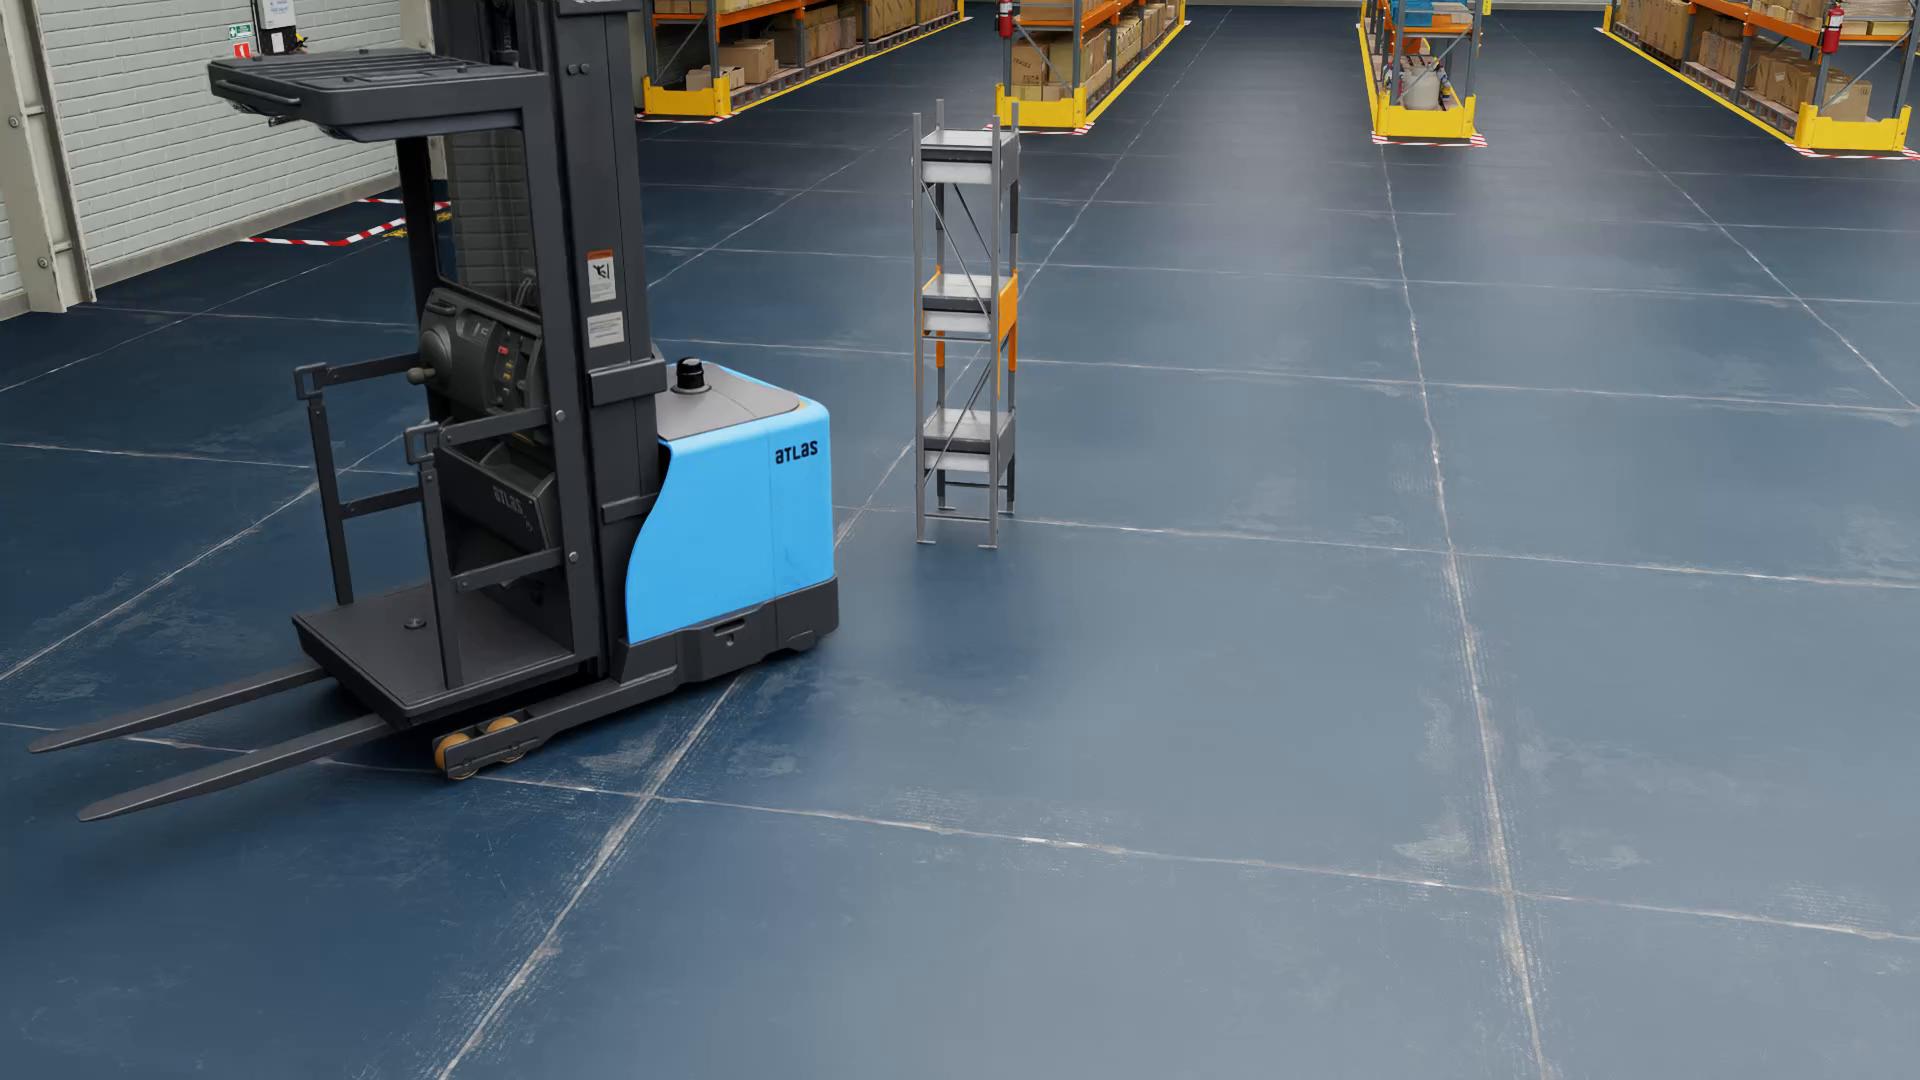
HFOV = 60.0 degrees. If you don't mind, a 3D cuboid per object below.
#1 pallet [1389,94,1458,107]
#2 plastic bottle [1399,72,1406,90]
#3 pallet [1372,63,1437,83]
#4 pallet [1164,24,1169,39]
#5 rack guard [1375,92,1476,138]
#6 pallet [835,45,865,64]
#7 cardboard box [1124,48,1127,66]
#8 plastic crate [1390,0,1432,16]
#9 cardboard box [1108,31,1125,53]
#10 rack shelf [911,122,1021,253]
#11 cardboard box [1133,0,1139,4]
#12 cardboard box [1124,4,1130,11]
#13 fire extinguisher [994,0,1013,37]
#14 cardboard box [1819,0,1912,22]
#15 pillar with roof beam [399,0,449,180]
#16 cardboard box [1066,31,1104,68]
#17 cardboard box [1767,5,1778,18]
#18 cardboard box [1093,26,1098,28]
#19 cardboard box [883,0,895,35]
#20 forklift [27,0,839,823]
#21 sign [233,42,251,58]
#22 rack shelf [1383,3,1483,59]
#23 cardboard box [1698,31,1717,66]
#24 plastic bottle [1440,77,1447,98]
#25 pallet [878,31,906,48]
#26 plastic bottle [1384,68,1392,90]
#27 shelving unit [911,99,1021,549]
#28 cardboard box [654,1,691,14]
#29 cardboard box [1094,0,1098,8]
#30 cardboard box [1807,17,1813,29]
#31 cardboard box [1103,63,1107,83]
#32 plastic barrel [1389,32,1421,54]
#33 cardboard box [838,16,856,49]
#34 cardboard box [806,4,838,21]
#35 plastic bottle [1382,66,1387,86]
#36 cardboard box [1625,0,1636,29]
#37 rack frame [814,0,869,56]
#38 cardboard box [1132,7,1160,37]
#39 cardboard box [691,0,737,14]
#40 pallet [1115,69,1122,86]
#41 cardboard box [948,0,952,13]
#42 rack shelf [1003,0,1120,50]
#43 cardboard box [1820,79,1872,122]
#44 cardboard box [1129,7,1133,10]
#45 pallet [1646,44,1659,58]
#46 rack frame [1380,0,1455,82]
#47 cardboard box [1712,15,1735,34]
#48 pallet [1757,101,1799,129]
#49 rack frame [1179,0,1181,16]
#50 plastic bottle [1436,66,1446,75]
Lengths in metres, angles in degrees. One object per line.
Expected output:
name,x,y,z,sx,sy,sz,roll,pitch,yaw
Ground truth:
pallet,6.309,-5.992,22.950,1.003,0.211,1.213,4,22,11
plastic bottle,6.188,-6.426,23.352,0.152,0.276,0.135,4,22,11
pallet,7.103,-7.420,26.495,1.003,0.211,1.213,4,22,11
pallet,3.659,-10.238,33.492,1.003,0.211,1.213,4,22,11
rack guard,5.887,-5.385,21.055,1.175,0.500,0.348,4,22,11
pallet,-2.310,-8.615,29.462,1.003,0.211,1.213,4,22,11
cardboard box,2.419,-7.779,26.773,0.500,0.250,0.500,4,22,9
plastic crate,5.865,-6.887,21.638,0.499,0.251,0.408,4,22,11
cardboard box,2.321,-7.849,26.196,0.500,0.311,0.500,4,22,10
rack shelf,0.034,-1.671,7.855,0.431,0.518,0.480,4,22,11
cardboard box,3.356,-10.555,33.304,0.500,0.500,0.500,4,22,11
cardboard box,2.874,-9.965,30.836,0.500,0.250,0.500,4,22,10
fire extinguisher,0.590,-6.848,21.446,0.296,0.674,0.183,4,22,11
cardboard box,10.905,-6.519,19.993,0.875,0.500,0.500,4,22,11
pillar with roof beam,-1.495,-7.850,15.801,9.100,9.000,0.400,4,22,11
cardboard box,1.793,-7.071,24.009,0.500,0.500,0.500,4,22,11
cardboard box,11.023,-7.062,22.209,0.380,0.149,0.250,4,22,11
cardboard box,1.997,-8.261,27.218,0.500,0.311,0.500,4,22,10
cardboard box,-1.685,-9.970,31.410,0.750,0.750,0.750,4,22,11
forklift,-1.969,-0.694,6.153,3.031,2.935,1.130,-18,28,-38
sign,-6.465,-4.317,15.010,0.001,0.329,0.234,4,22,11
rack shelf,6.325,-6.911,22.461,1.077,0.370,4.000,4,22,11
cardboard box,12.281,-7.859,26.610,0.700,0.500,0.500,3,22,8
plastic bottle,6.662,-6.216,22.836,0.097,0.271,0.097,0,22,0
pallet,-1.663,-9.628,31.977,1.003,0.211,1.213,4,22,11
plastic bottle,5.999,-6.395,23.174,0.144,0.351,0.185,5,23,13
shelving unit,0.034,-1.035,8.112,0.431,2.100,0.503,4,22,11
cardboard box,-3.876,-7.394,22.871,0.500,0.250,0.500,5,22,12
cardboard box,1.593,-7.862,23.725,0.700,0.500,0.500,5,22,12
cardboard box,10.741,-6.416,20.605,0.380,0.149,0.250,4,22,11
cardboard box,1.893,-6.906,24.604,0.500,0.250,0.500,4,22,11
plastic barrel,7.633,-8.807,28.549,0.600,0.830,0.708,4,22,11
cardboard box,-2.245,-8.971,29.371,0.700,0.500,0.500,5,22,12
cardboard box,-2.422,-9.115,28.725,0.500,0.250,0.500,5,22,12
plastic bottle,6.200,-6.713,24.064,0.152,0.276,0.135,5,23,13
cardboard box,13.793,-10.623,32.998,0.875,0.875,0.875,4,22,11
rack frame,-2.149,-10.194,29.650,1.000,3.000,0.127,4,22,11
cardboard box,3.486,-9.759,31.328,0.500,0.500,0.500,5,22,12
cardboard box,-3.371,-7.362,22.793,0.500,0.250,0.500,4,22,9
pallet,1.997,-7.334,26.281,1.003,0.211,1.213,4,22,11
cardboard box,-0.561,-11.891,36.648,0.700,0.500,0.500,4,22,11
rack shelf,1.477,-7.290,23.402,1.077,0.370,4.000,4,22,11
cardboard box,10.910,-5.398,20.525,0.500,0.500,0.500,9,24,21
cardboard box,2.973,-9.789,31.401,0.500,0.500,0.500,5,22,12
pallet,13.131,-8.943,30.276,1.003,0.211,1.213,4,22,11
rack frame,6.734,-7.976,24.142,1.000,3.000,0.127,4,22,11
cardboard box,12.291,-8.206,26.468,0.500,0.250,0.500,5,23,13
pallet,11.233,-5.609,21.998,1.003,0.211,1.213,4,22,11
rack frame,4.334,-12.744,35.980,1.000,3.000,0.127,4,22,11
plastic bottle,6.779,-6.505,23.448,0.144,0.351,0.185,4,22,11
